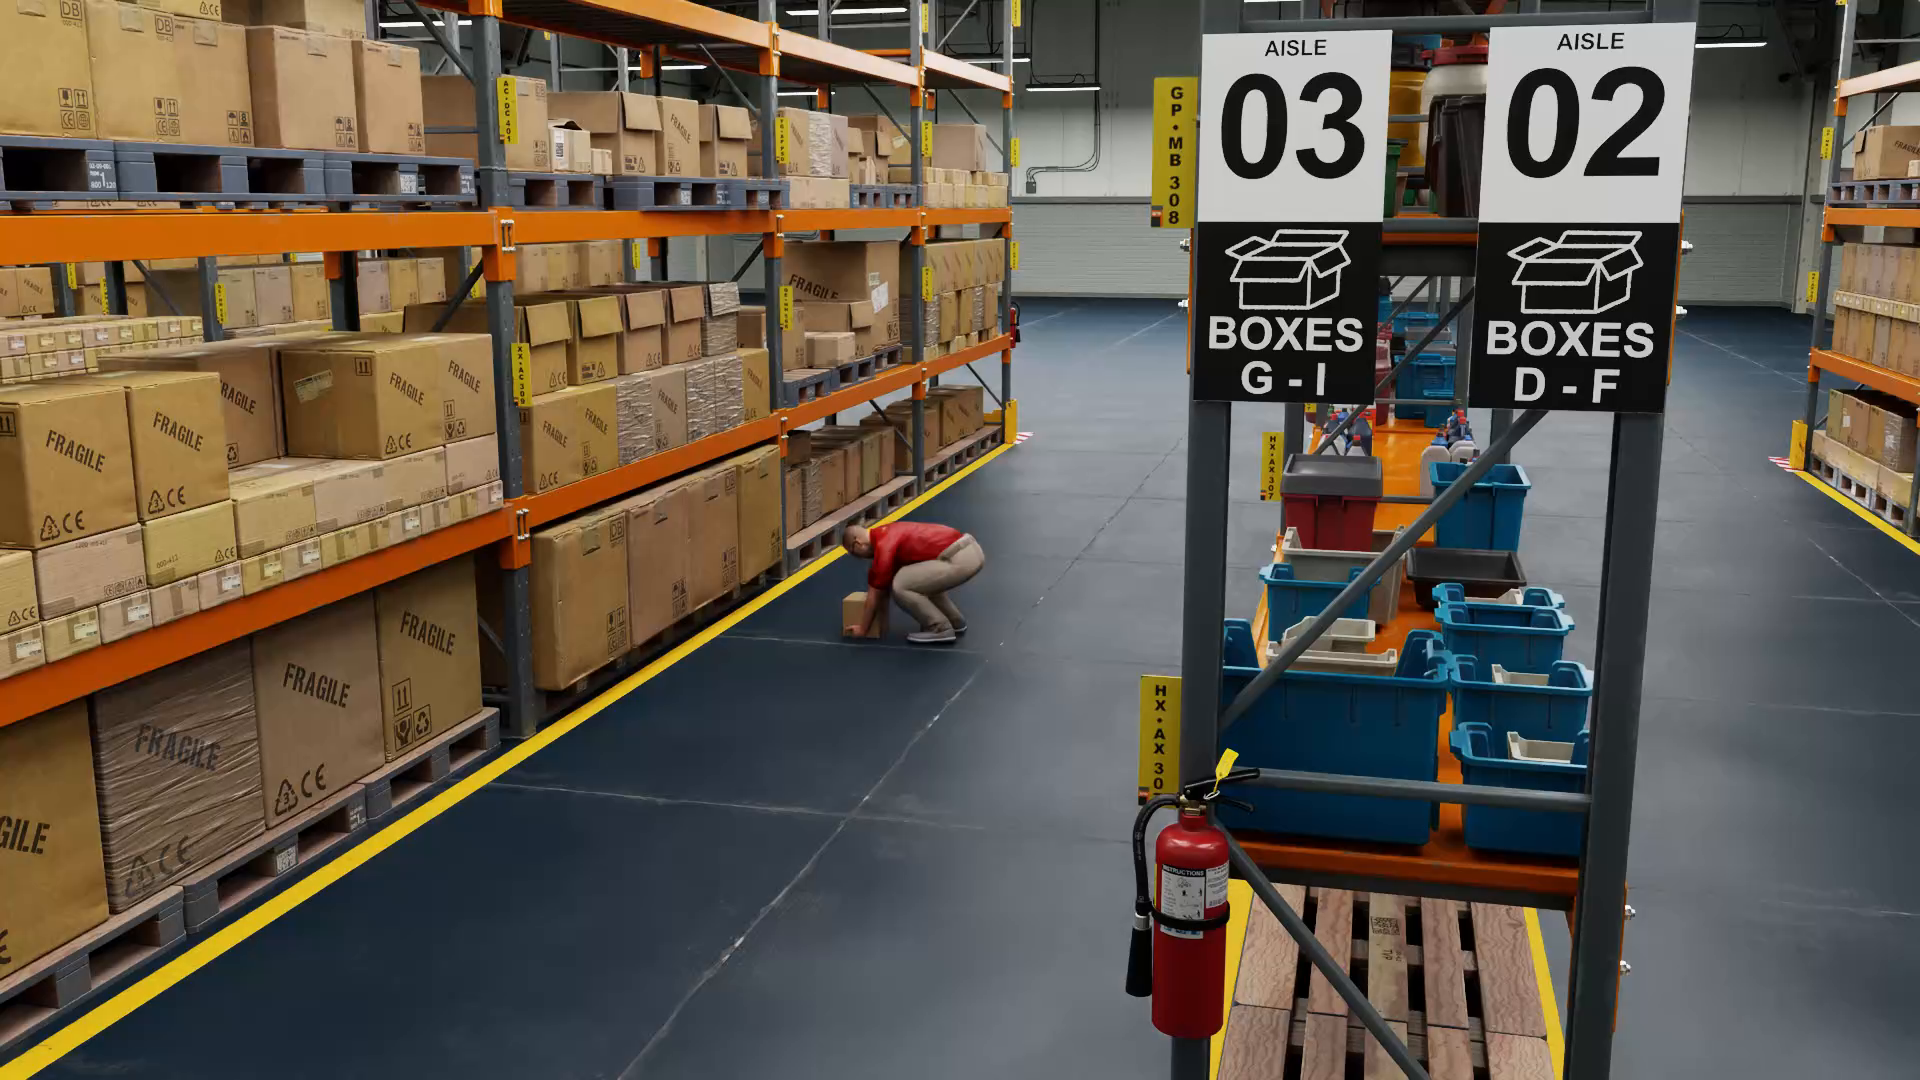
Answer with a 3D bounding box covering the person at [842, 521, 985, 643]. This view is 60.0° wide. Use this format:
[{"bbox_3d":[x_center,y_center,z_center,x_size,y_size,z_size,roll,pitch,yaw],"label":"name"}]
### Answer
[{"bbox_3d":[-0.350,0.274,11.104,0.878,0.791,0.531,2,12,12],"label":"person"}]
